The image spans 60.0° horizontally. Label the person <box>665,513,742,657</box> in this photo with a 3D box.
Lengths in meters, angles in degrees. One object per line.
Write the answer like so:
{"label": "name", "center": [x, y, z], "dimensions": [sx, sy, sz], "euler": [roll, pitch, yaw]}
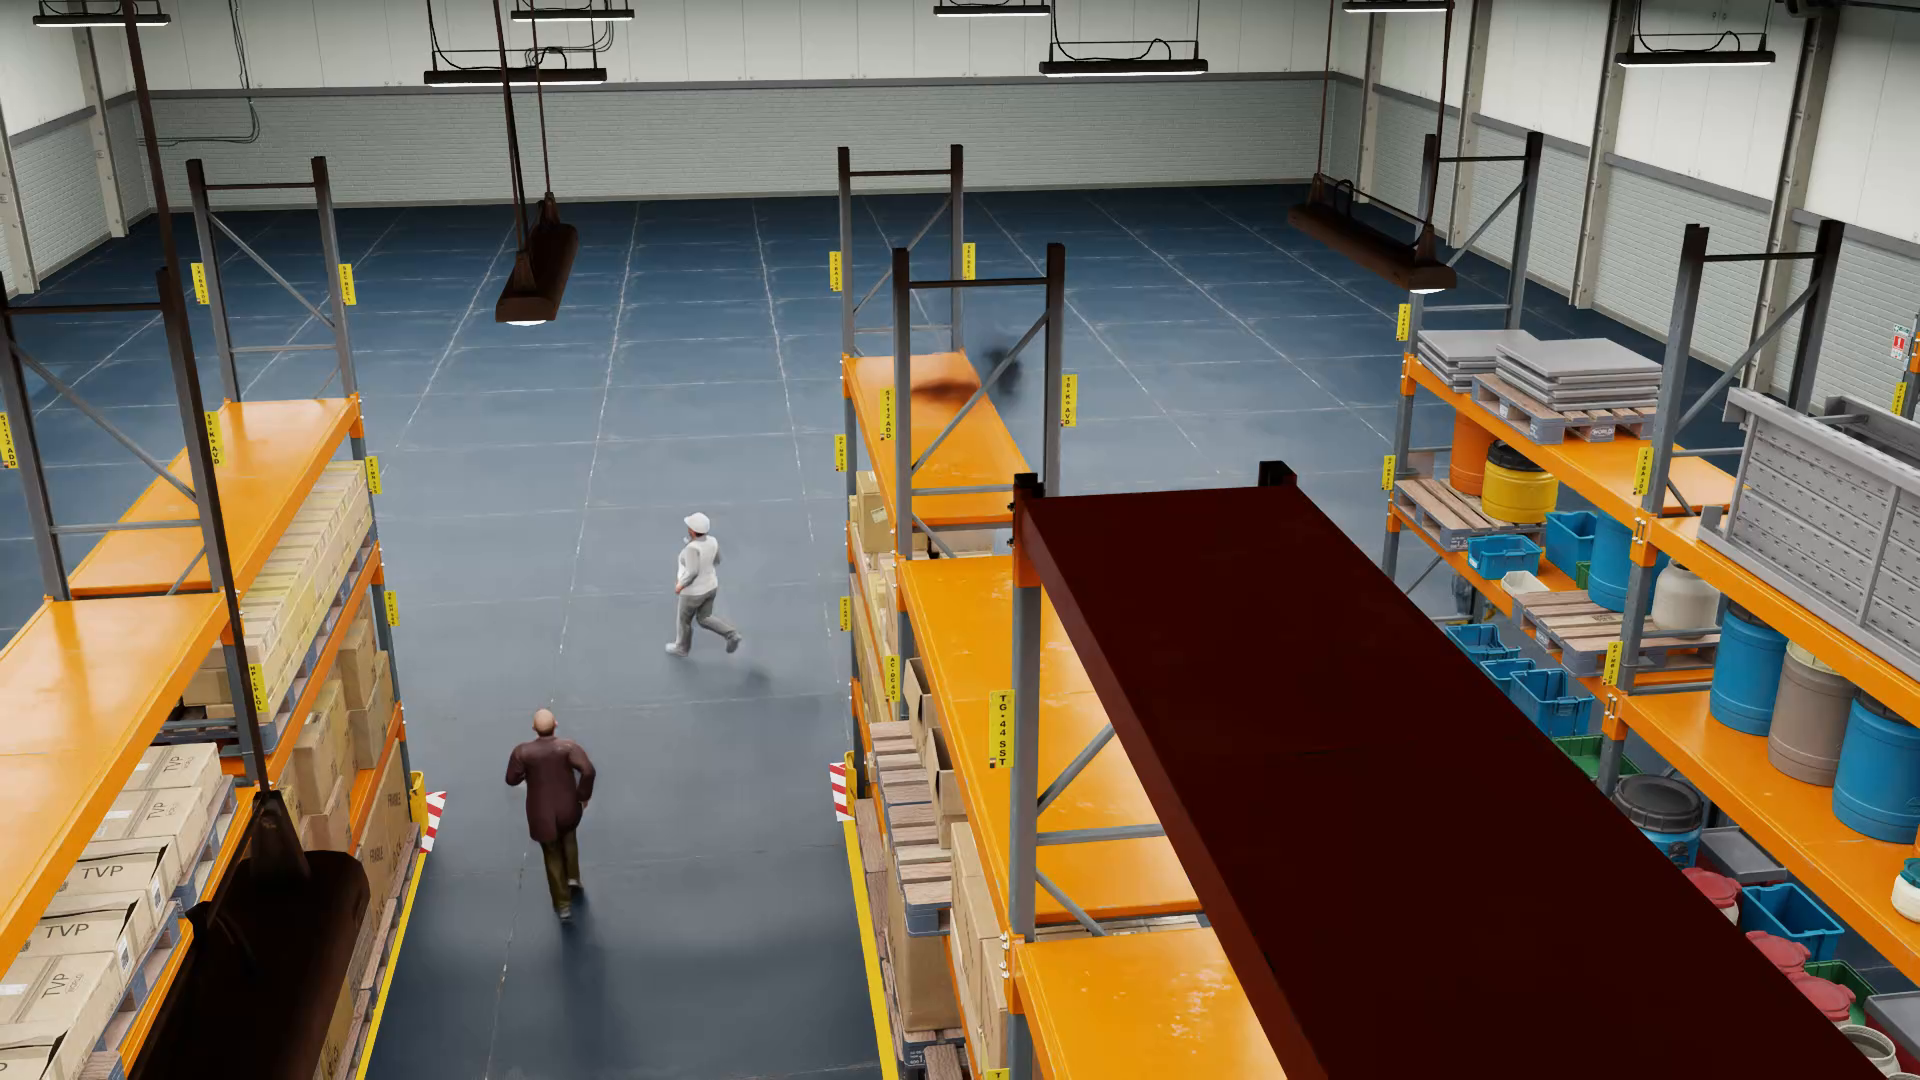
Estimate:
{"label": "person", "center": [-2.844, 0.521, 17.960], "dimensions": [0.984, 1.743, 0.677], "euler": [13, 25, 30]}

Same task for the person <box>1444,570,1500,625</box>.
{"label": "person", "center": [5.879, 0.181, 18.811], "dimensions": [0.649, 1.706, 0.693], "euler": [9, 23, 21]}

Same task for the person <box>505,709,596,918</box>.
{"label": "person", "center": [-3.339, 2.229, 13.648], "dimensions": [0.688, 1.839, 0.836], "euler": [-8, 23, -19]}
